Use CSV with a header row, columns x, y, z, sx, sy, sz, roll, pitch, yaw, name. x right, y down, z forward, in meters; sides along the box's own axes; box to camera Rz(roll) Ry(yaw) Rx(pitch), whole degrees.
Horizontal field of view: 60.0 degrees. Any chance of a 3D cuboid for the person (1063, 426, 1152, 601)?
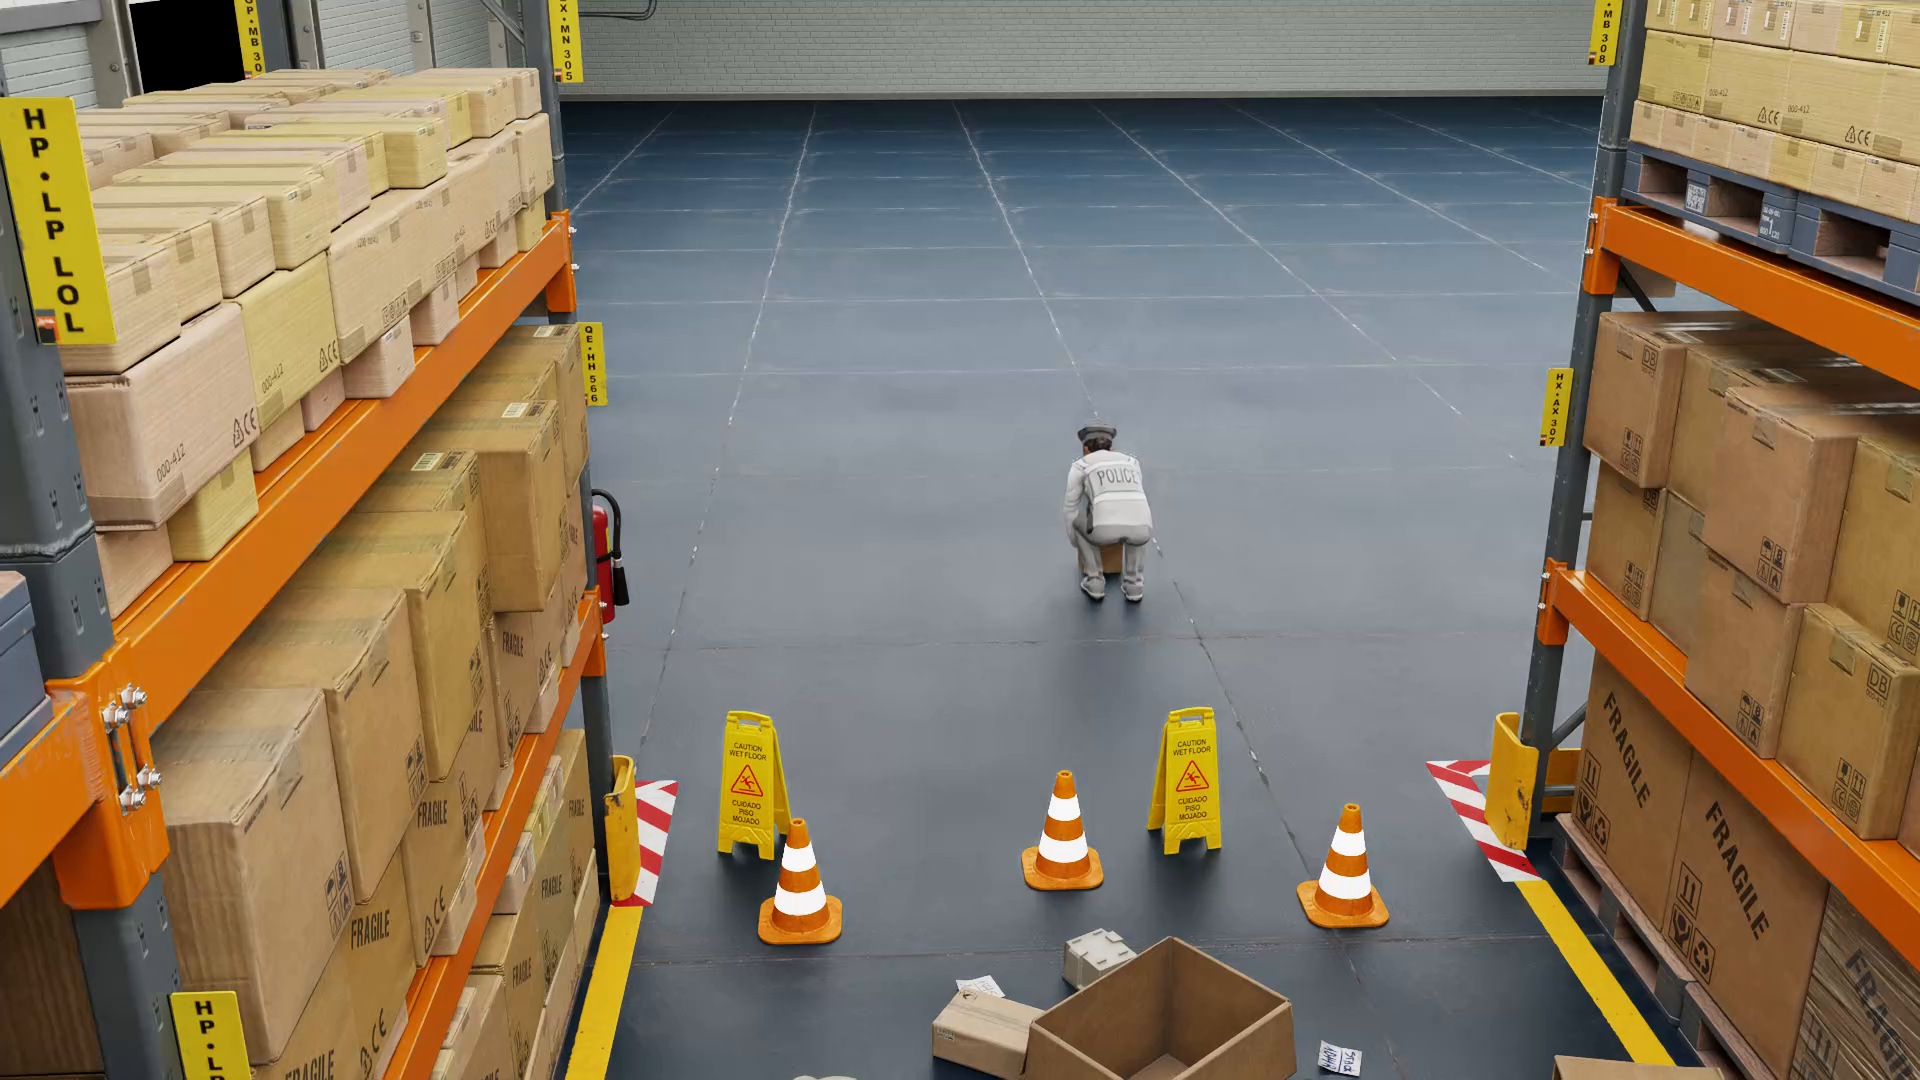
x,y,z,sx,sy,sz,roll,pitch,yaw,name
0.886,-0.161,10.017,0.495,0.962,0.847,-1,21,-3,person
